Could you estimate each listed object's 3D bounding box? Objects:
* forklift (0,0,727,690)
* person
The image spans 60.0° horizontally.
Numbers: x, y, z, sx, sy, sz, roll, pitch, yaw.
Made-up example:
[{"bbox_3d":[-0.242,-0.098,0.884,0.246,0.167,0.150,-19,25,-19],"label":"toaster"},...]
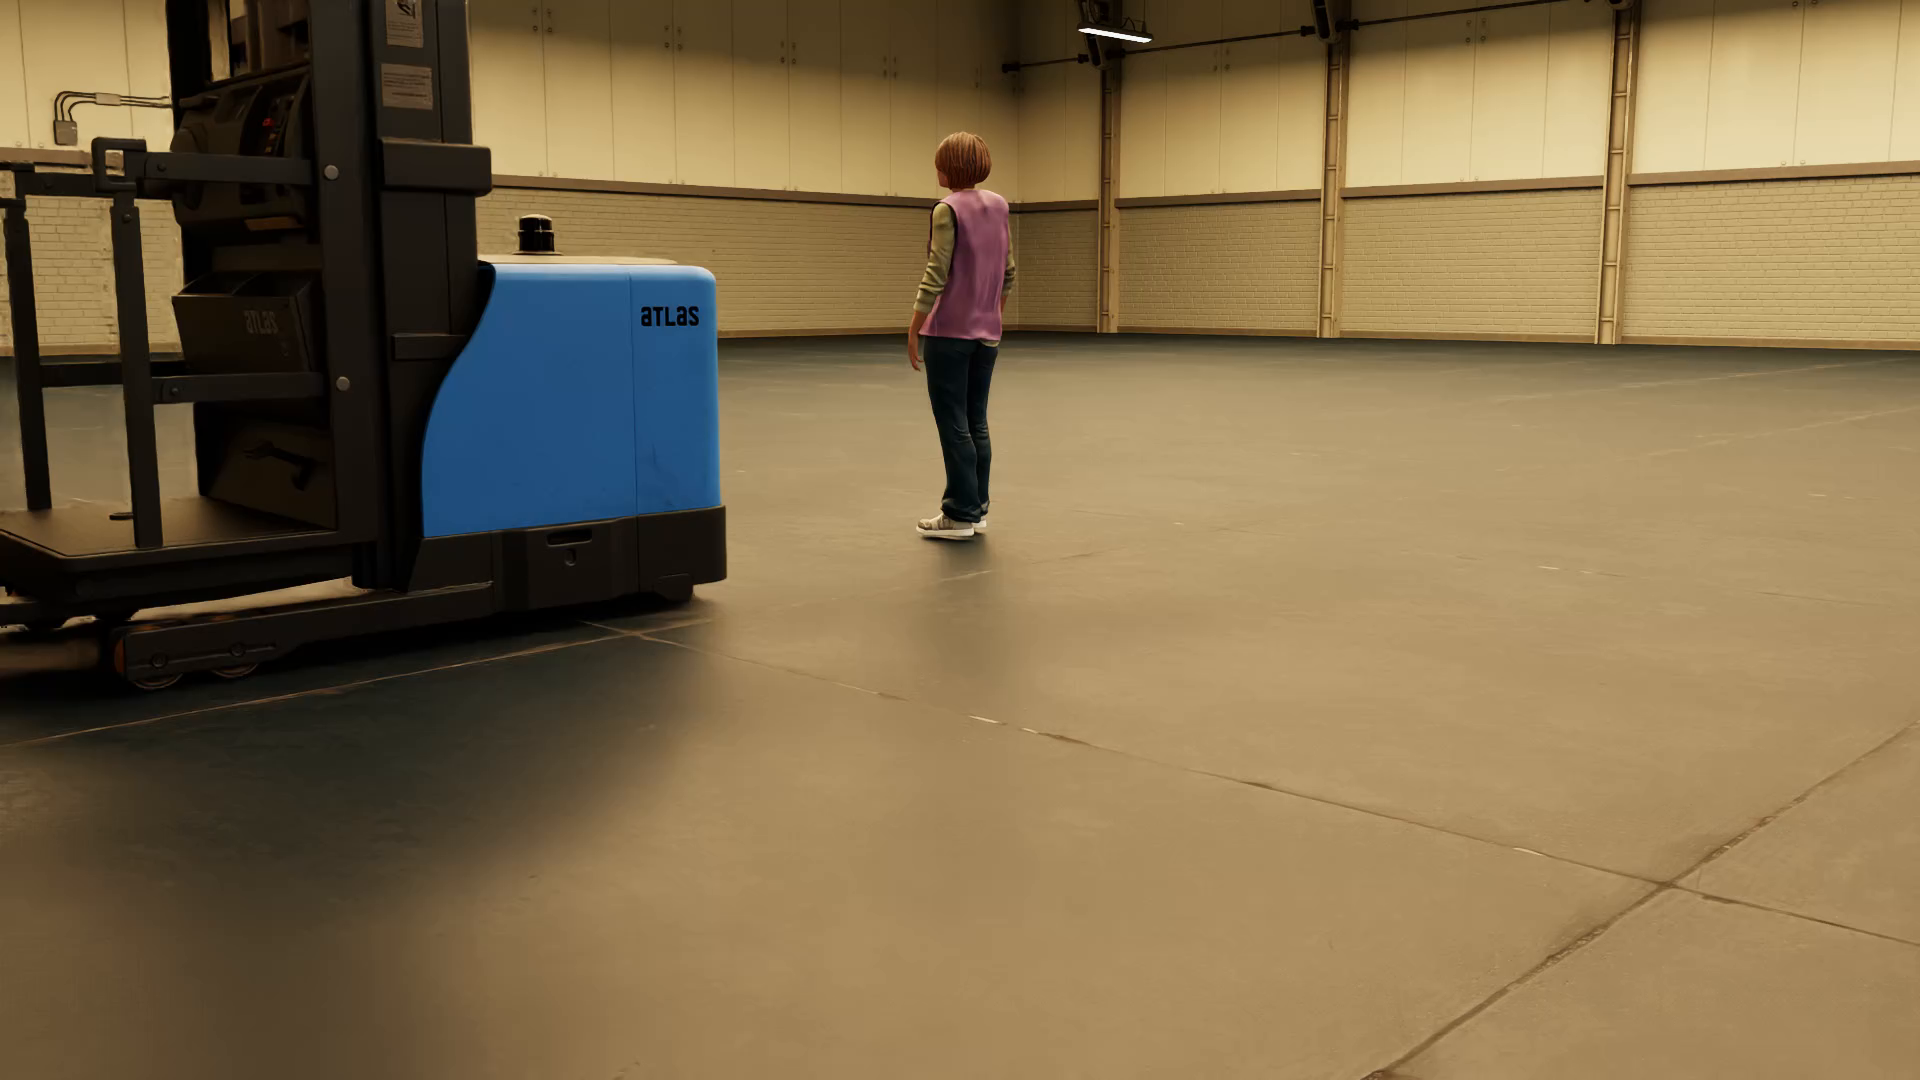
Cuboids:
[{"bbox_3d":[-2.182,-1.157,4.554,3.031,2.935,1.130,-8,12,-42],"label":"forklift"},{"bbox_3d":[-0.043,-0.806,6.658,0.476,1.596,0.520,8,12,43],"label":"person"}]
